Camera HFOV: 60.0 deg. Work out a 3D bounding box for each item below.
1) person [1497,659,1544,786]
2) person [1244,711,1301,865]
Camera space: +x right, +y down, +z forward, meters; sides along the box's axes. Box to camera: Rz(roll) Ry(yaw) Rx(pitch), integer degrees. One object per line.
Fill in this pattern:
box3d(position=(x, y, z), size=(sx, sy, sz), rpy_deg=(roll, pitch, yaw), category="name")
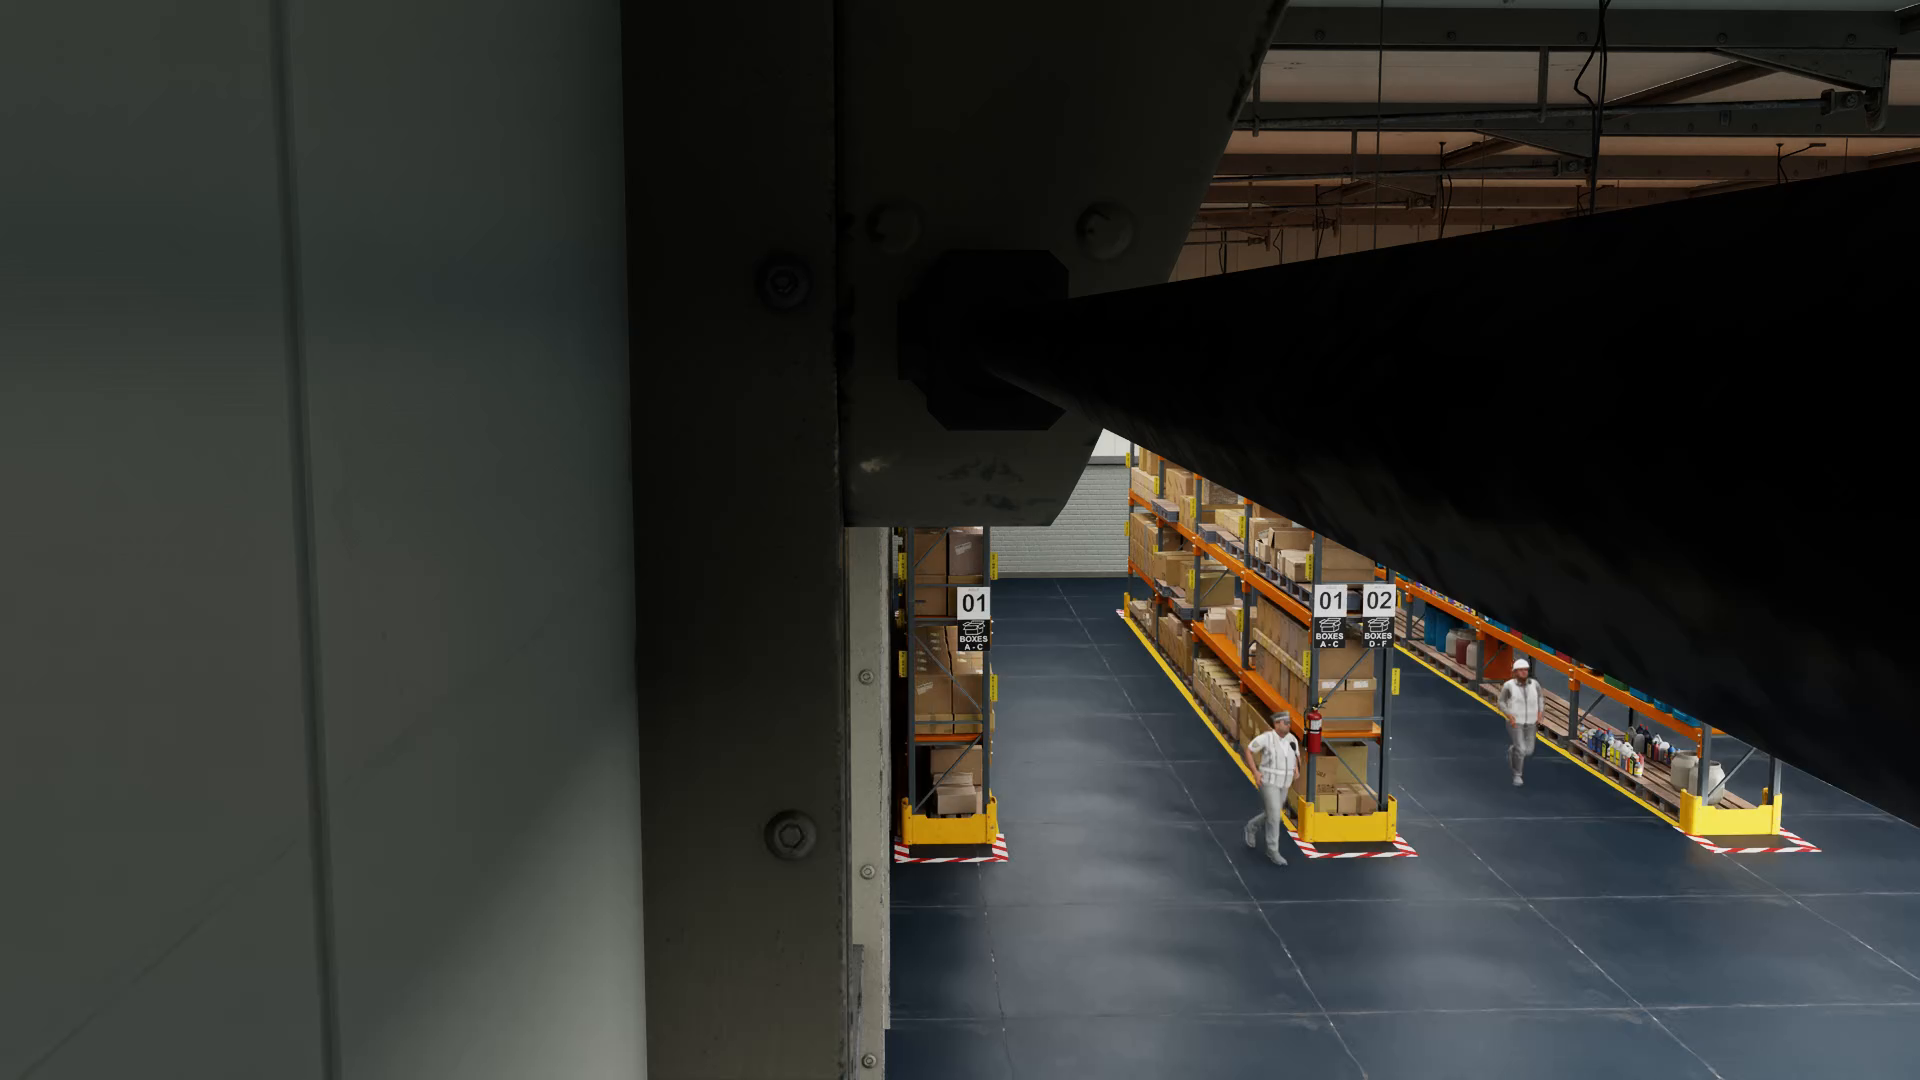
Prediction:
box3d(position=(7.807, 2.510, 23.228), size=(0.668, 1.756, 0.651), rpy_deg=(0, 7, -3), category="person")
box3d(position=(3.798, 2.920, 19.995), size=(0.680, 1.781, 0.811), rpy_deg=(-4, 9, -31), category="person")
